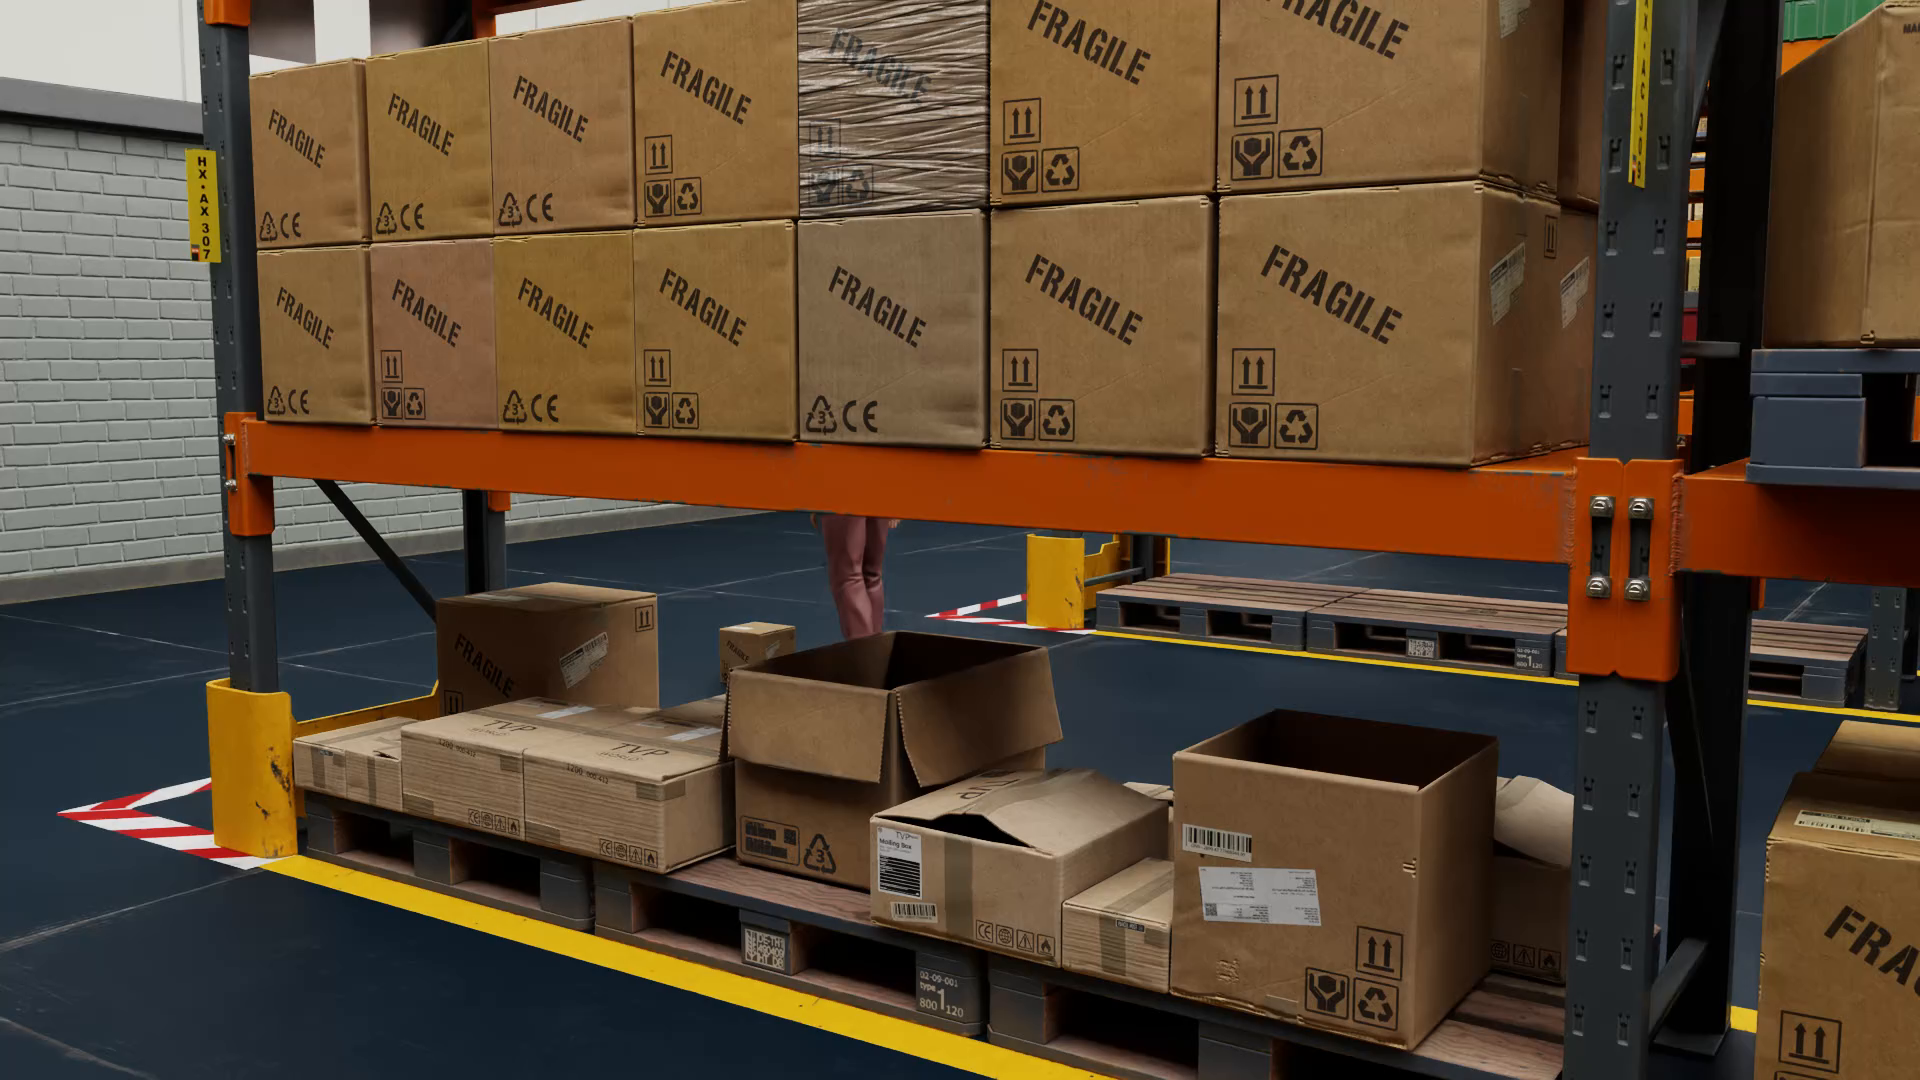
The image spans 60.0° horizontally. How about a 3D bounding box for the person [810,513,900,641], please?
[{"bbox_3d":[-0.484,-0.166,7.391,0.465,1.681,0.539,-5,8,-40],"label":"person"}]
